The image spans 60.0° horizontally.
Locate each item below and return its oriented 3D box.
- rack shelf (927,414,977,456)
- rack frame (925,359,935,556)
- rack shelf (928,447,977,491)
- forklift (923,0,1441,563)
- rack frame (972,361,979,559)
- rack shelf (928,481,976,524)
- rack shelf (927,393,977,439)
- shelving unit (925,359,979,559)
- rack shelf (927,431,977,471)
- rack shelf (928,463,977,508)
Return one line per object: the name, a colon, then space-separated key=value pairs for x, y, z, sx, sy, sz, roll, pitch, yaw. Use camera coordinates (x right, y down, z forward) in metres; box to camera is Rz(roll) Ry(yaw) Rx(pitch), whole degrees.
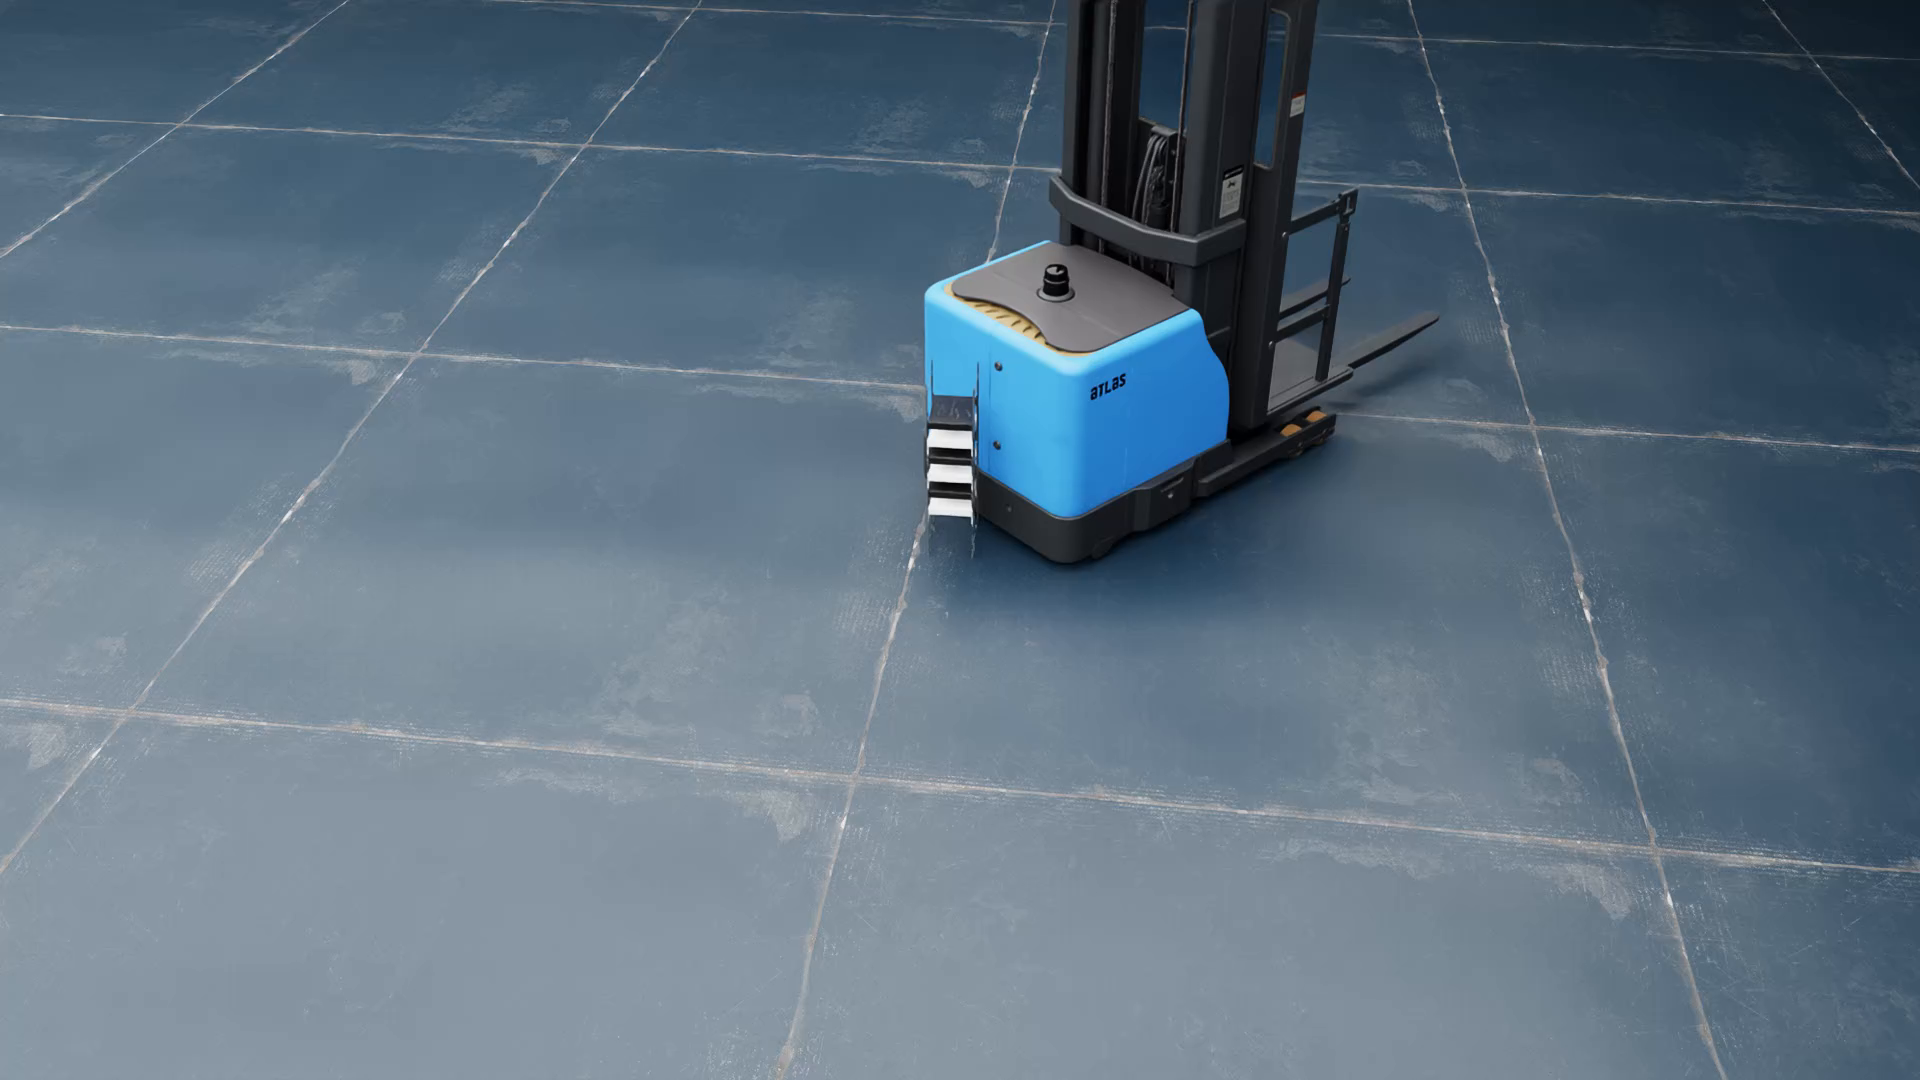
rack shelf: x=-0.032 y=-0.474 z=7.386 sx=0.200 sy=0.077 sz=0.258 roll=3 pitch=36 yaw=5
rack frame: x=-0.134 y=-0.360 z=7.480 sx=0.006 sy=0.900 sz=0.240 roll=3 pitch=36 yaw=5
rack shelf: x=-0.032 y=-0.327 z=7.491 sx=0.200 sy=0.077 sz=0.258 roll=3 pitch=36 yaw=5
forklift: x=1.267 y=-1.812 z=7.766 sx=3.031 sy=2.935 sz=1.130 roll=-27 pitch=43 yaw=-32
rack frame: x=0.069 y=-0.348 z=7.463 sx=0.006 sy=0.900 sz=0.240 roll=3 pitch=36 yaw=5
rack shelf: x=-0.032 y=-0.181 z=7.596 sx=0.200 sy=0.077 sz=0.258 roll=3 pitch=36 yaw=5
rack shelf: x=-0.032 y=-0.547 z=7.334 sx=0.200 sy=0.077 sz=0.258 roll=3 pitch=36 yaw=5
shelving unit: x=-0.032 y=-0.354 z=7.472 sx=0.210 sy=0.900 sz=0.258 roll=3 pitch=36 yaw=5
rack shelf: x=-0.032 y=-0.400 z=7.439 sx=0.200 sy=0.077 sz=0.258 roll=3 pitch=36 yaw=5
rack shelf: x=-0.032 y=-0.254 z=7.543 sx=0.200 sy=0.077 sz=0.258 roll=3 pitch=36 yaw=5
